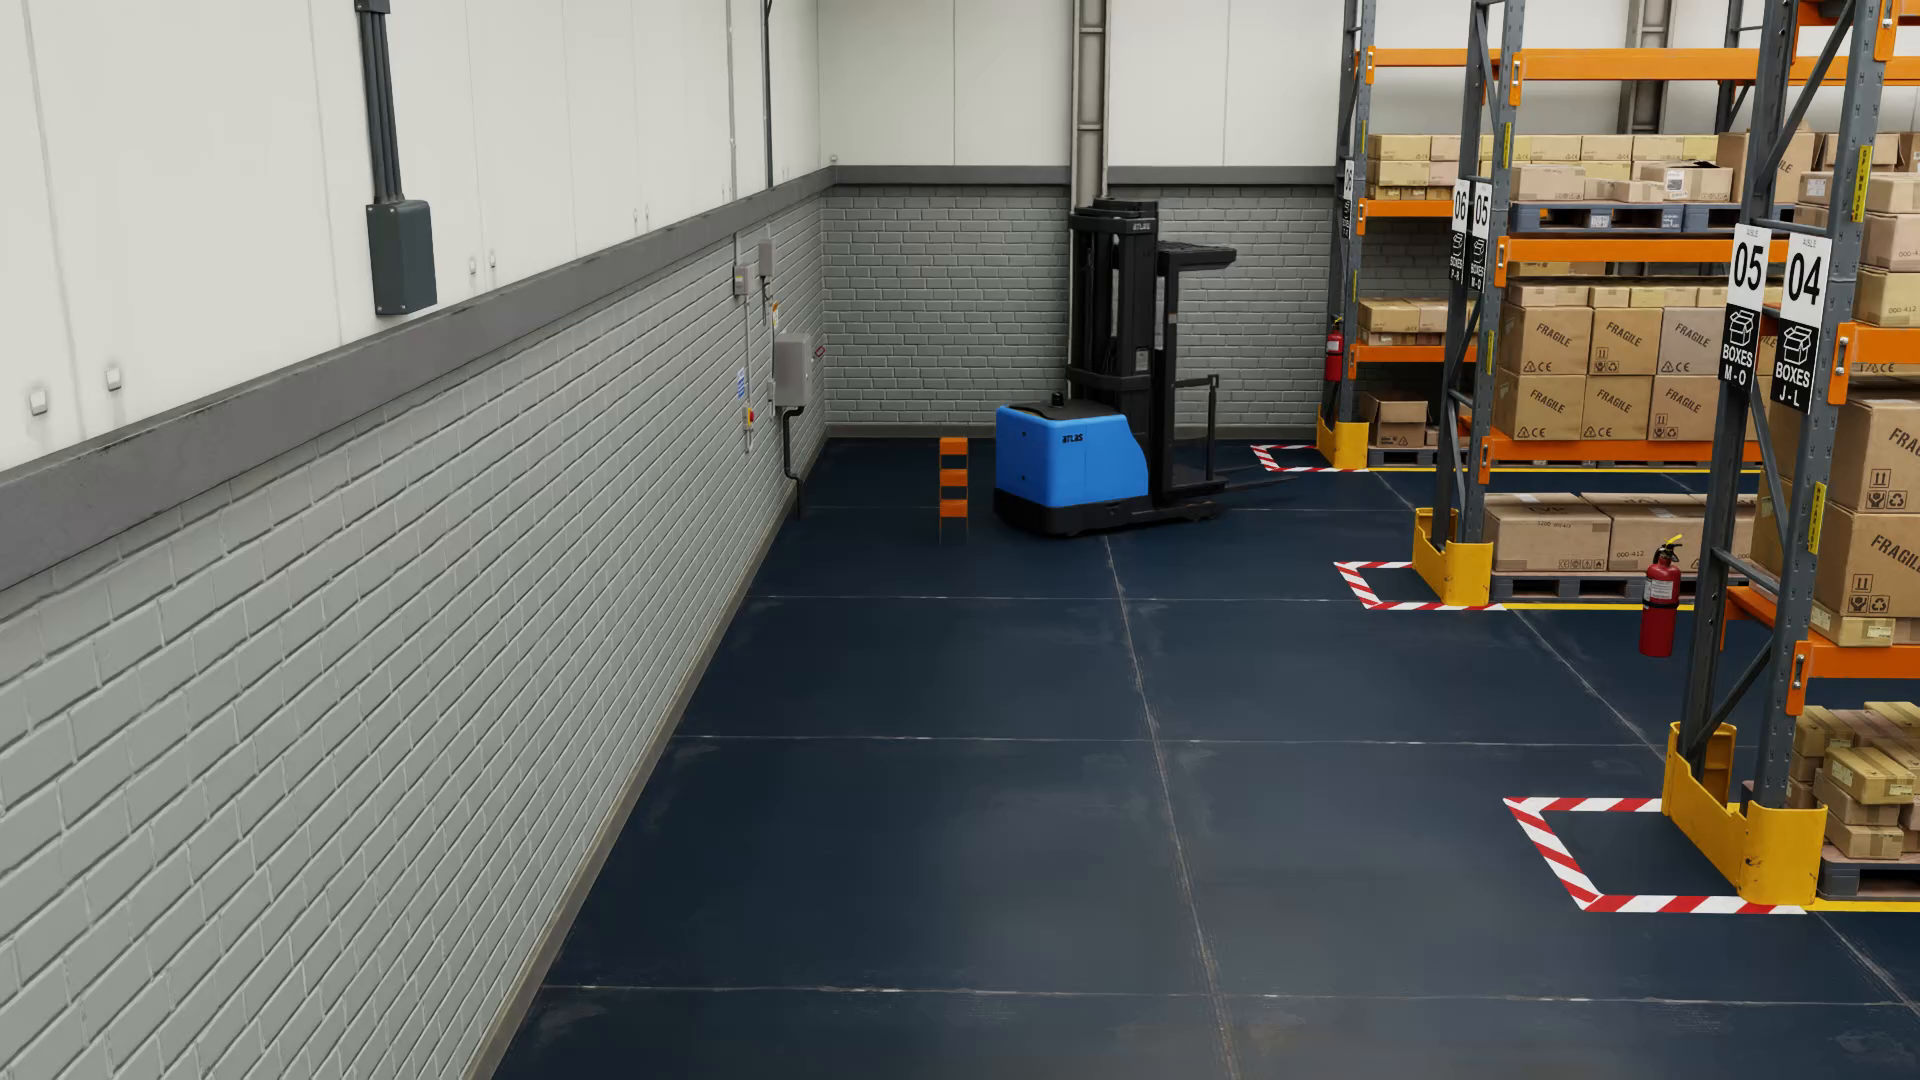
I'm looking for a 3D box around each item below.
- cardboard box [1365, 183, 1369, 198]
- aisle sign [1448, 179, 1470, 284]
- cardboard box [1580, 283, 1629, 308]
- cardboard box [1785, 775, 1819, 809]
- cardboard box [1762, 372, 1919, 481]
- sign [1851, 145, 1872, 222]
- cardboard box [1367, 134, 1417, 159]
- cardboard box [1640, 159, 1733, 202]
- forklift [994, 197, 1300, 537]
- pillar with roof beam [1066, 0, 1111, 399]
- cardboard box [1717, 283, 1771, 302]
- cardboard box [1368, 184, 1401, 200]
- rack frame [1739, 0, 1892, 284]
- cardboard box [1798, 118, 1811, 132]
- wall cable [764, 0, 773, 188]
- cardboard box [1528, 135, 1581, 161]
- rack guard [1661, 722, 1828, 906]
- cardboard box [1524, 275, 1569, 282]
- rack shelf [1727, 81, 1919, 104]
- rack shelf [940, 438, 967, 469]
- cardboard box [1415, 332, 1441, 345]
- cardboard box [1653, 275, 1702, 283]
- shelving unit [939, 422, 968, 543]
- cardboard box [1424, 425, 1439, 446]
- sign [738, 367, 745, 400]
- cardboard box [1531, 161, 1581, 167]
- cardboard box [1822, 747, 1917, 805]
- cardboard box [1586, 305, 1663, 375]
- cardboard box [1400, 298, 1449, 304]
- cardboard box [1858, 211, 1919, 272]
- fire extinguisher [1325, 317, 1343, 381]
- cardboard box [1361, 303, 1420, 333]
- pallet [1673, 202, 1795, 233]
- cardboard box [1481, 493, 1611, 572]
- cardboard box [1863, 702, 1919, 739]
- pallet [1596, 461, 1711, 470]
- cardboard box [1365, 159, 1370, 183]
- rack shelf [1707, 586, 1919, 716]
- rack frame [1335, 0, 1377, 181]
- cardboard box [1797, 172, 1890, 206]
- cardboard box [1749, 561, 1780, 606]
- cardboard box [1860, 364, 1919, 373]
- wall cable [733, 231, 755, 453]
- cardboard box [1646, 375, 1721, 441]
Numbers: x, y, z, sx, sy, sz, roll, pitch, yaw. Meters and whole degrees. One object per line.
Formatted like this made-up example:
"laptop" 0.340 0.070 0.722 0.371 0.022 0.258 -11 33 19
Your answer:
"cardboard box" 4.424 -3.736 17.732 0.250 0.149 0.380 1 15 3
"aisle sign" 3.911 -2.421 13.039 0.004 0.787 0.394 0 15 1
"cardboard box" 4.844 -1.842 12.515 0.250 0.149 0.380 1 15 3
"cardboard box" 4.482 1.305 8.781 0.250 0.149 0.380 1 15 2
"cardboard box" 4.414 -0.557 8.333 0.500 0.500 0.500 0 15 0
"sign" 3.936 -1.556 7.263 0.005 0.325 0.100 0 15 1
"cardboard box" 4.550 -4.182 17.661 0.500 0.250 0.500 0 15 0
"cardboard box" 5.471 -2.720 12.546 0.500 0.311 0.500 1 15 2
"forklift" 1.853 -1.698 15.531 3.031 2.935 1.130 -8 17 -29
"pillar with roof beam" 1.316 -4.400 13.879 0.400 9.000 9.100 0 15 1
"cardboard box" 5.872 -1.836 12.491 0.250 0.149 0.380 0 15 0
"cardboard box" 4.411 -3.618 17.284 0.250 0.149 0.380 1 15 3
"rack frame" 3.950 -2.722 7.517 0.127 3.000 1.000 0 15 1
"cardboard box" 8.670 -4.271 17.345 0.258 0.266 0.396 0 15 1
"wall cable" -1.587 -4.870 15.586 0.133 3.039 2.988 0 15 1
"cardboard box" 6.056 -4.038 17.116 0.500 0.250 0.500 1 15 3
"rack guard" 4.026 1.388 8.599 0.348 0.500 1.175 0 15 1
"cardboard box" 4.594 -1.983 13.048 0.250 0.149 0.380 1 15 2
"rack shelf" 10.097 -4.670 17.097 4.000 0.370 1.077 0 15 1
"rack shelf" -0.053 -0.772 14.638 0.240 0.259 0.215 0 15 1
"cardboard box" 4.939 -2.174 17.692 0.250 0.149 0.380 0 15 1
"cardboard box" 5.616 -1.984 13.052 0.250 0.149 0.380 1 15 3
"shelving unit" -0.053 -0.508 14.707 0.252 1.050 0.215 0 15 1
"cardboard box" 5.131 -1.134 18.023 0.250 0.149 0.380 0 15 -1
"sign" -1.724 -1.234 13.106 0.001 0.218 0.327 0 15 1
"cardboard box" 6.073 -3.797 17.183 0.500 0.250 0.500 0 15 1
"cardboard box" 4.465 1.157 8.175 0.250 0.149 0.380 0 15 -1
"cardboard box" 4.965 -1.539 12.636 0.500 0.500 0.500 0 15 0
"cardboard box" 5.081 -2.482 18.080 0.500 0.250 0.500 0 15 2
"cardboard box" 4.392 -1.372 7.593 0.500 0.250 0.500 1 15 2
"fire extinguisher" 3.940 -2.015 17.482 0.183 0.674 0.296 0 15 1
"cardboard box" 4.545 -2.350 17.577 0.500 0.250 0.500 0 15 2
"pallet" 5.940 -2.482 12.662 1.213 0.211 1.003 0 15 1
"cardboard box" 4.638 -0.070 13.423 0.875 0.438 0.875 0 15 0
"cardboard box" 4.998 0.991 8.803 0.250 0.149 0.380 0 15 0
"pallet" 7.411 -0.980 18.142 1.213 0.211 1.003 0 15 1
"cardboard box" 4.550 -3.938 17.718 0.500 0.250 0.500 0 15 0
"rack shelf" 5.949 0.540 8.324 4.000 0.370 1.077 0 15 1
"rack frame" 4.098 -5.251 17.102 0.127 3.000 1.000 0 15 1
"cardboard box" 4.290 -1.706 8.080 0.250 0.149 0.380 0 15 1
"cardboard box" 4.283 0.230 8.579 0.250 0.149 0.380 0 15 1
"cardboard box" 6.988 -1.528 12.595 0.500 0.500 0.500 0 15 1
"wall cable" -1.662 -1.621 13.052 0.123 1.953 0.585 0 15 1
"cardboard box" 5.462 -1.052 12.752 0.500 0.500 0.500 0 15 1
